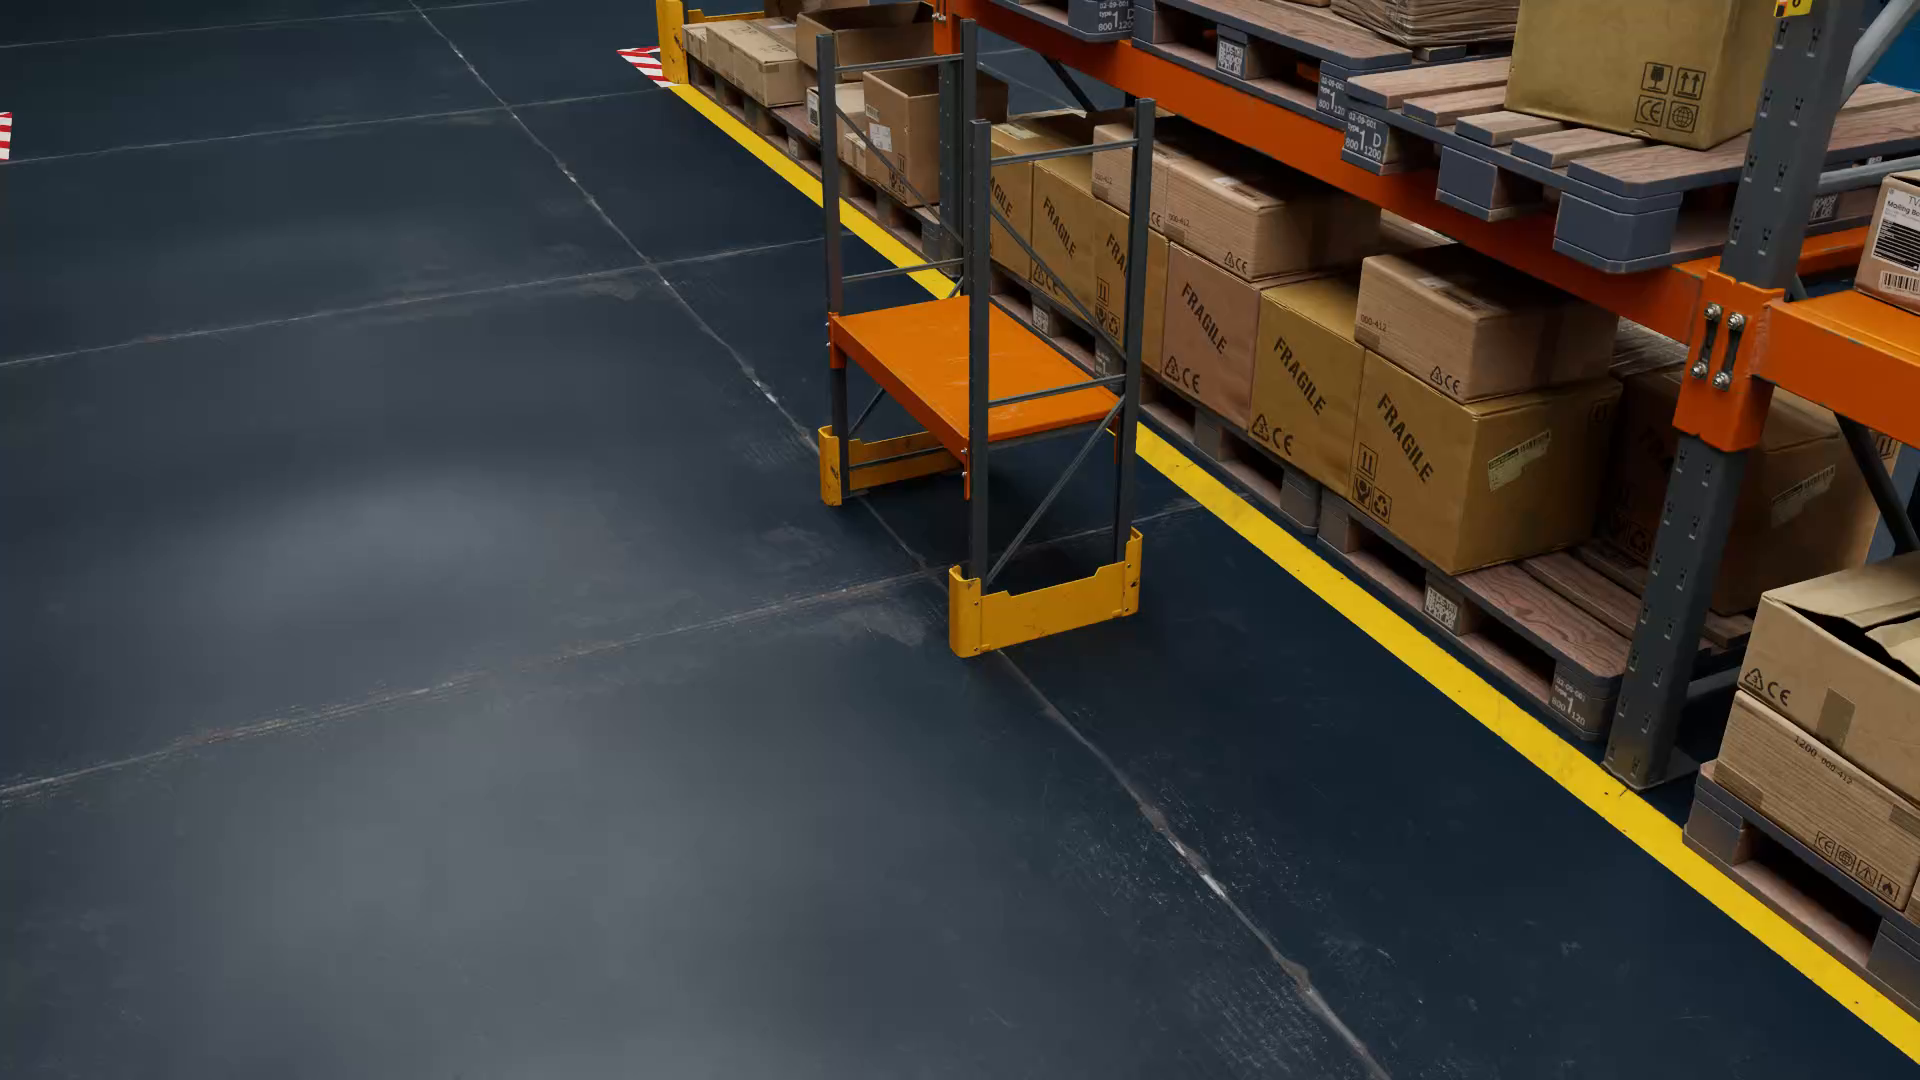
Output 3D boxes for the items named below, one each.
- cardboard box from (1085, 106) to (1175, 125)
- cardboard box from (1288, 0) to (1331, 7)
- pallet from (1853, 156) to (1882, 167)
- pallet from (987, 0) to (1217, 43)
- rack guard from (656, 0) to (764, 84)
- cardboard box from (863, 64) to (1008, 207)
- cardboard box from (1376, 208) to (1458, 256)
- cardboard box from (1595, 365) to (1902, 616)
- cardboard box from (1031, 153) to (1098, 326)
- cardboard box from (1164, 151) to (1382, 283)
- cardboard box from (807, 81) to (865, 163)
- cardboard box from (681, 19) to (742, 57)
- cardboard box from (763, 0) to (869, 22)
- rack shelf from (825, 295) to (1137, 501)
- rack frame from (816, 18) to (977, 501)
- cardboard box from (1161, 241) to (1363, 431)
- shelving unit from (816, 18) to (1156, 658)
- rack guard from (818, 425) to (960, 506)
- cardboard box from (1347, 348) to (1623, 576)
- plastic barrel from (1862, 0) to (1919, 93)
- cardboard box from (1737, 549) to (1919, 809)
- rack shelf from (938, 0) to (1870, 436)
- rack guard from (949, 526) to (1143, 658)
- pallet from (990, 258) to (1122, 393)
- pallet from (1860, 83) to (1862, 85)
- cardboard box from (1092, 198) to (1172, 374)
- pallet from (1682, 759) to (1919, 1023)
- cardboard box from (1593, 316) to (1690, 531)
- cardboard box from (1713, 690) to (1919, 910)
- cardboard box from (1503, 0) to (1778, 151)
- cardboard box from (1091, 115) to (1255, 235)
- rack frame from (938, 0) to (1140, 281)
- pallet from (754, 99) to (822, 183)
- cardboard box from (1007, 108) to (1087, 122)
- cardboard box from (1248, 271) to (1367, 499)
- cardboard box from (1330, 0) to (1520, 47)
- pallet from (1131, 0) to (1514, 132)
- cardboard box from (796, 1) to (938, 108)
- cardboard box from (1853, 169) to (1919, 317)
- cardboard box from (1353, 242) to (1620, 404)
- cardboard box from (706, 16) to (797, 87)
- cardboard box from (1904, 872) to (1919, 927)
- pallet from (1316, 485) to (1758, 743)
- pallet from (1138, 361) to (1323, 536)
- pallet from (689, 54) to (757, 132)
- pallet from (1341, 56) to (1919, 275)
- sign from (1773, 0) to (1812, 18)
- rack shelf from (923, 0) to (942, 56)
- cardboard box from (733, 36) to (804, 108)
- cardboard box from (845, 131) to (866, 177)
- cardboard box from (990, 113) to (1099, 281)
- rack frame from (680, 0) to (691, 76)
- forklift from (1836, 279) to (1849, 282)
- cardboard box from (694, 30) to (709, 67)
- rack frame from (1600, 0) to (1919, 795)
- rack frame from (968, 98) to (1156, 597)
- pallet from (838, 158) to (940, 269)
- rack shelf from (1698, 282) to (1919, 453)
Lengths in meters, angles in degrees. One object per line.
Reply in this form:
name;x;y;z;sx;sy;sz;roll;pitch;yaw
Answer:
cardboard box;0.857;-1.519;6.998;0.500;0.500;0.500;-13;32;-22
cardboard box;1.200;-2.035;5.280;0.700;0.500;0.500;-22;36;-34
pallet;5.155;-2.048;8.686;1.003;0.211;1.213;-13;32;-22
pallet;0.630;-2.116;6.153;1.003;0.211;1.213;-13;32;-22
rack guard;-1.299;-3.218;10.478;1.175;0.500;0.348;-13;32;-22
cardboard box;-0.115;-1.869;7.622;0.500;0.500;0.500;-13;32;-22
cardboard box;1.497;-0.853;5.811;0.500;0.500;0.500;-14;32;-24
cardboard box;2.166;-0.171;4.594;0.500;0.500;0.500;-12;31;-20
cardboard box;0.613;-1.179;6.391;0.500;0.500;0.500;-13;32;-21
cardboard box;1.019;-1.076;5.441;0.500;0.250;0.500;-14;32;-23
cardboard box;-0.437;-2.118;8.259;0.500;0.311;0.500;-13;32;-22
cardboard box;-1.462;-3.034;10.058;0.380;0.149;0.250;-13;32;-22
cardboard box;-0.875;-3.255;10.095;0.500;0.500;0.500;-13;32;-22
rack shelf;0.037;-0.460;4.904;0.538;0.185;1.000;-13;32;-22
rack frame;-0.182;-0.841;5.216;0.500;1.500;0.032;-13;32;-22
cardboard box;1.037;-0.733;5.596;0.500;0.500;0.500;-14;32;-24
shelving unit;0.033;-0.620;4.823;0.587;1.500;1.083;-13;32;-22
rack guard;-0.181;-0.295;5.521;0.587;0.250;0.087;-13;32;-22
cardboard box;1.490;-0.274;4.778;0.500;0.500;0.500;-12;31;-20
plastic barrel;5.079;-2.638;8.603;0.600;0.901;0.708;-13;32;-22
cardboard box;2.063;0.256;3.535;0.500;0.311;0.500;-12;31;-20
rack shelf;1.245;-1.378;5.376;1.077;0.370;4.000;-13;32;-22
rack guard;0.247;0.145;4.736;0.587;0.250;0.087;-13;32;-22
pallet;0.769;-1.008;6.831;1.003;0.211;1.213;-13;32;-22
pallet;4.511;-2.714;9.875;1.003;0.211;1.213;-13;32;-22
cardboard box;0.820;-0.957;5.995;0.500;0.500;0.500;-13;32;-21
pallet;2.421;0.780;3.644;1.003;0.211;1.213;-13;32;-22
cardboard box;1.936;-0.401;5.005;0.500;0.500;0.500;-14;32;-24
cardboard box;2.063;0.501;3.672;0.500;0.250;0.500;-13;32;-22
cardboard box;1.731;-1.290;3.952;0.700;0.500;0.500;-26;38;-38
cardboard box;0.803;-1.298;5.836;0.500;0.250;0.500;-13;32;-22
rack frame;0.386;-2.575;6.776;1.000;3.000;0.127;-13;32;-22
pallet;-0.436;-2.202;8.962;1.003;0.211;1.213;-13;32;-22
cardboard box;0.401;-1.825;7.738;0.500;0.311;0.500;-13;32;-22
cardboard box;1.268;-0.503;5.185;0.500;0.500;0.500;-14;32;-24
cardboard box;1.511;-1.734;4.744;0.700;0.500;0.500;-7;30;-13
pallet;1.264;-1.583;5.202;1.003;0.211;1.213;-13;32;-22
cardboard box;-0.425;-2.507;8.757;0.797;0.503;0.637;-13;32;-22
cardboard box;2.220;-0.600;3.344;0.500;0.311;0.500;-11;31;-19
cardboard box;1.462;-0.625;4.637;0.500;0.250;0.500;-12;31;-20
cardboard box;-1.139;-2.814;9.563;0.500;0.250;0.500;-13;32;-22
cardboard box;2.279;0.723;3.276;0.500;0.250;0.500;-14;32;-23
pallet;1.817;0.070;4.909;1.003;0.211;1.213;-13;32;-22
pallet;1.297;-0.468;5.869;1.003;0.211;1.213;-13;32;-22
pallet;-0.955;-2.740;9.922;1.003;0.211;1.213;-13;32;-22
pallet;1.749;-1.009;4.179;1.213;0.211;1.003;-13;32;-22
sign;1.617;-1.161;3.150;0.100;0.325;0.005;-13;32;-22
rack shelf;-0.473;-3.145;8.527;1.077;0.370;4.000;-13;32;-22
cardboard box;-0.925;-2.593;9.170;0.500;0.250;0.500;-13;32;-22
cardboard box;-0.330;-1.869;7.981;0.380;0.149;0.250;-13;32;-22
cardboard box;0.374;-1.412;6.807;0.500;0.500;0.500;-15;32;-24
rack frame;-1.331;-4.342;9.927;1.000;3.000;0.127;-13;32;-22
forklift;2.894;-2.810;7.265;1.130;2.935;3.031;-20;35;-31
cardboard box;-1.355;-2.931;9.857;0.380;0.166;0.250;-13;32;-22
rack frame;2.103;-0.808;3.625;1.000;3.000;0.127;-13;32;-22
rack frame;0.255;-0.392;4.416;0.500;1.500;0.032;-13;32;-22
pallet;0.092;-1.663;7.999;1.003;0.211;1.213;-13;32;-22
rack shelf;2.962;0.389;2.225;1.077;0.370;4.000;-13;32;-22
